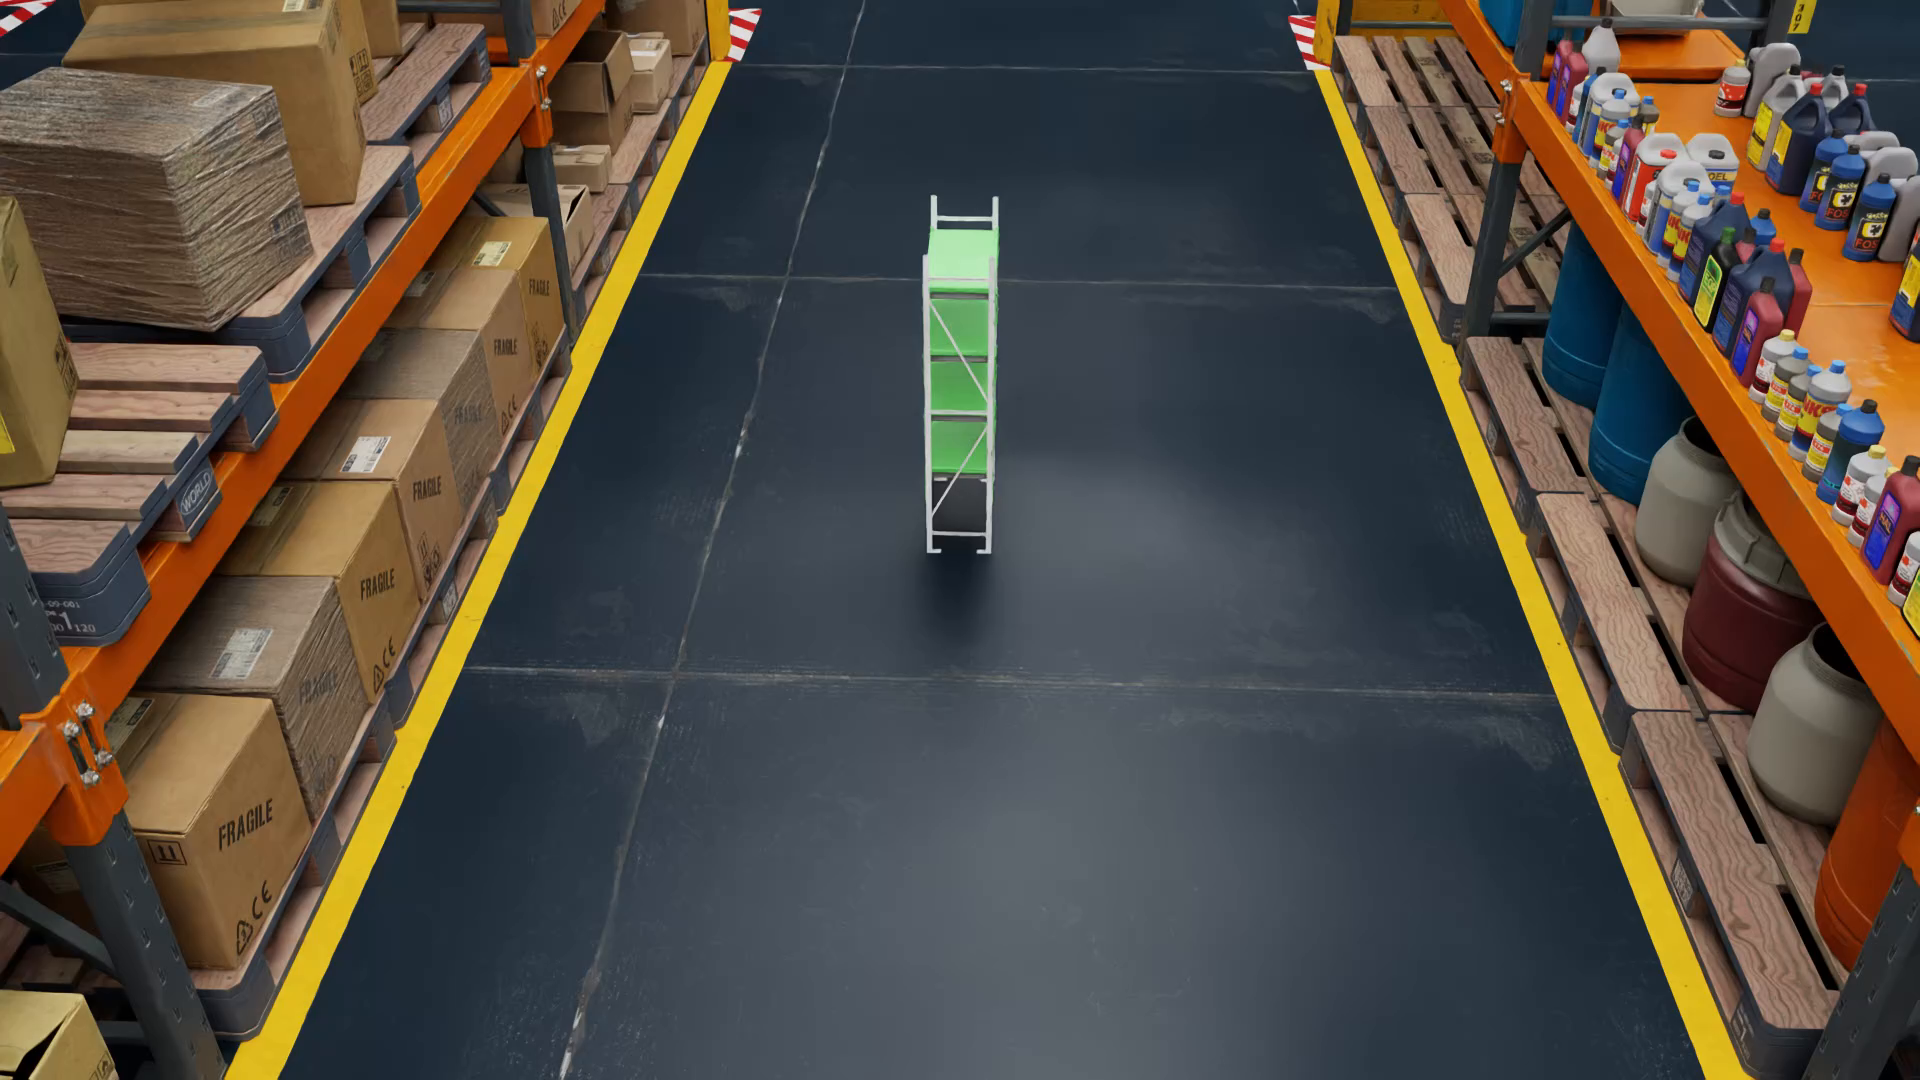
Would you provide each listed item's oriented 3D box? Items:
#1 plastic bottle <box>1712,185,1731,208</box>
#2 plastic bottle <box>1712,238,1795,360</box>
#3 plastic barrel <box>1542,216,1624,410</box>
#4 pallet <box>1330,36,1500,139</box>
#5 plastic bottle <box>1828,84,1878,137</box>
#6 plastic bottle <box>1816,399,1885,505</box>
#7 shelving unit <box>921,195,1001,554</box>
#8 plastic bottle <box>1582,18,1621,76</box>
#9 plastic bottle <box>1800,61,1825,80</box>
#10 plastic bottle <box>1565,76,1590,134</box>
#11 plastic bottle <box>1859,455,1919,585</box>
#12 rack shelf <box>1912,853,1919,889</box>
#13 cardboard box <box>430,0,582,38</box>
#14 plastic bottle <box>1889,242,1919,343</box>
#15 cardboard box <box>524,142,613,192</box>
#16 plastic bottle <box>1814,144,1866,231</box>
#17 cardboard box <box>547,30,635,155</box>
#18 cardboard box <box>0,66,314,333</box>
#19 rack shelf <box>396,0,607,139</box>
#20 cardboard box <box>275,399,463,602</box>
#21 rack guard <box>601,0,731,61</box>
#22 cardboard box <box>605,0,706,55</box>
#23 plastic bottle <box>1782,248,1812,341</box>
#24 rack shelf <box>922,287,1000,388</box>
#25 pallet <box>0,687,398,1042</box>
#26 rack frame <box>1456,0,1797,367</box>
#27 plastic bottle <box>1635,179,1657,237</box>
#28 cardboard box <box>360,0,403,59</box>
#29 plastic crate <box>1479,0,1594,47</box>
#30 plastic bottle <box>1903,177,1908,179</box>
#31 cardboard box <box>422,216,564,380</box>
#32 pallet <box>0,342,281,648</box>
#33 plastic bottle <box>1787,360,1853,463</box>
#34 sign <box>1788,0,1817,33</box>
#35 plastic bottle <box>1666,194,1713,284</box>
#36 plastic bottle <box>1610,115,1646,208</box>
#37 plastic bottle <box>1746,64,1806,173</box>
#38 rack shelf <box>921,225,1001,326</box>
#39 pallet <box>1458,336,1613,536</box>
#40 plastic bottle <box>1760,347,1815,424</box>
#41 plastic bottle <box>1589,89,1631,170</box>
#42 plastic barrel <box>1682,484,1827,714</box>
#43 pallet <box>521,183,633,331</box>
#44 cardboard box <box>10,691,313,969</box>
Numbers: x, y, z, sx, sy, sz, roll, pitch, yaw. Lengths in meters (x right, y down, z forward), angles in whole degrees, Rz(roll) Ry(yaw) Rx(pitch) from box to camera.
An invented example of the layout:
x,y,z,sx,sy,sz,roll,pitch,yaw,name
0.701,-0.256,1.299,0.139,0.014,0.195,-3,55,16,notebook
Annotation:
x,y,z,sx,sy,sz,roll,pitch,yaw,name
2.394,-1.022,5.268,0.097,0.201,0.097,0,35,0,plastic bottle
2.238,-0.689,4.664,0.144,0.351,0.185,1,35,2,plastic bottle
2.676,-1.019,6.550,0.600,0.901,0.708,1,35,2,plastic barrel
2.804,-2.702,9.911,1.003,0.211,1.213,1,35,2,pallet
2.997,-1.355,5.613,0.144,0.351,0.185,1,35,2,plastic bottle
2.184,-0.219,4.065,0.097,0.271,0.097,0,35,0,plastic bottle
0.007,-0.586,6.040,0.258,1.200,0.503,1,35,2,shelving unit
2.375,-1.779,6.216,0.144,0.351,0.185,1,35,2,plastic bottle
3.058,-1.602,6.022,0.061,0.283,0.133,1,35,2,plastic bottle
2.282,-1.592,6.079,0.097,0.201,0.097,0,35,0,plastic bottle
2.153,-0.047,3.809,0.061,0.283,0.133,1,35,2,plastic bottle
2.474,1.724,1.814,1.077,0.370,4.000,1,35,2,rack shelf
-1.942,-2.462,7.057,0.500,0.500,0.500,2,35,3,cardboard box
2.803,-0.755,4.758,0.144,0.351,0.185,1,35,2,plastic bottle
-1.977,-1.888,8.410,0.380,0.166,0.250,1,35,2,cardboard box
2.856,-1.146,5.384,0.097,0.271,0.097,0,35,0,plastic bottle
-2.164,-2.372,8.805,0.797,0.503,0.637,1,35,2,cardboard box
-2.255,-0.934,4.518,0.700,0.500,0.500,8,36,11,cardboard box
-2.154,-2.989,8.520,1.077,0.370,4.000,1,35,2,rack shelf
-2.035,-0.137,5.628,0.500,0.500,0.500,0,35,0,cardboard box
-2.077,-3.366,10.604,1.175,0.500,0.348,1,35,2,rack guard
-1.849,-3.271,10.087,0.500,0.500,0.500,1,35,2,cardboard box
2.342,-0.673,4.701,0.061,0.283,0.133,1,35,2,plastic bottle
0.007,-0.730,5.939,0.258,0.148,0.480,1,35,2,rack shelf
-2.327,0.877,4.819,1.003,0.211,1.213,1,35,2,pallet
2.715,-2.018,6.512,1.000,3.000,0.127,1,35,2,rack frame
2.246,-1.081,5.352,0.097,0.201,0.097,0,35,0,plastic bottle
-2.477,-2.080,6.148,0.700,0.500,0.500,-10,36,-14,cardboard box
2.393,-2.312,6.892,0.392,0.384,0.575,1,35,2,plastic crate
3.004,-1.058,5.320,0.097,0.201,0.097,0,35,0,plastic bottle
-1.968,-1.001,6.857,0.500,0.500,0.500,1,35,2,cardboard box
-2.438,-0.148,4.019,1.213,0.211,1.003,1,35,2,pallet
2.192,-0.331,4.224,0.097,0.271,0.097,0,35,0,plastic bottle
3.264,-2.117,6.413,0.100,0.325,0.005,1,35,2,sign
2.233,-0.921,5.063,0.097,0.271,0.097,0,35,0,plastic bottle
2.238,-1.259,5.534,0.061,0.283,0.133,1,35,2,plastic bottle
2.861,-1.465,5.769,0.144,0.351,0.185,1,35,2,plastic bottle
0.007,-0.926,5.801,0.258,0.148,0.480,1,35,2,rack shelf
2.642,-0.434,6.684,1.003,0.211,1.213,1,35,2,pallet
2.200,-0.414,4.404,0.097,0.201,0.097,0,35,0,plastic bottle
2.269,-1.432,5.790,0.097,0.271,0.097,0,35,0,plastic bottle
2.602,0.165,5.138,0.600,0.588,0.708,1,35,2,plastic barrel
-2.206,-1.388,8.041,1.003,0.211,1.213,1,35,2,pallet
-2.091,0.752,4.363,0.500,0.500,0.500,3,35,4,cardboard box
